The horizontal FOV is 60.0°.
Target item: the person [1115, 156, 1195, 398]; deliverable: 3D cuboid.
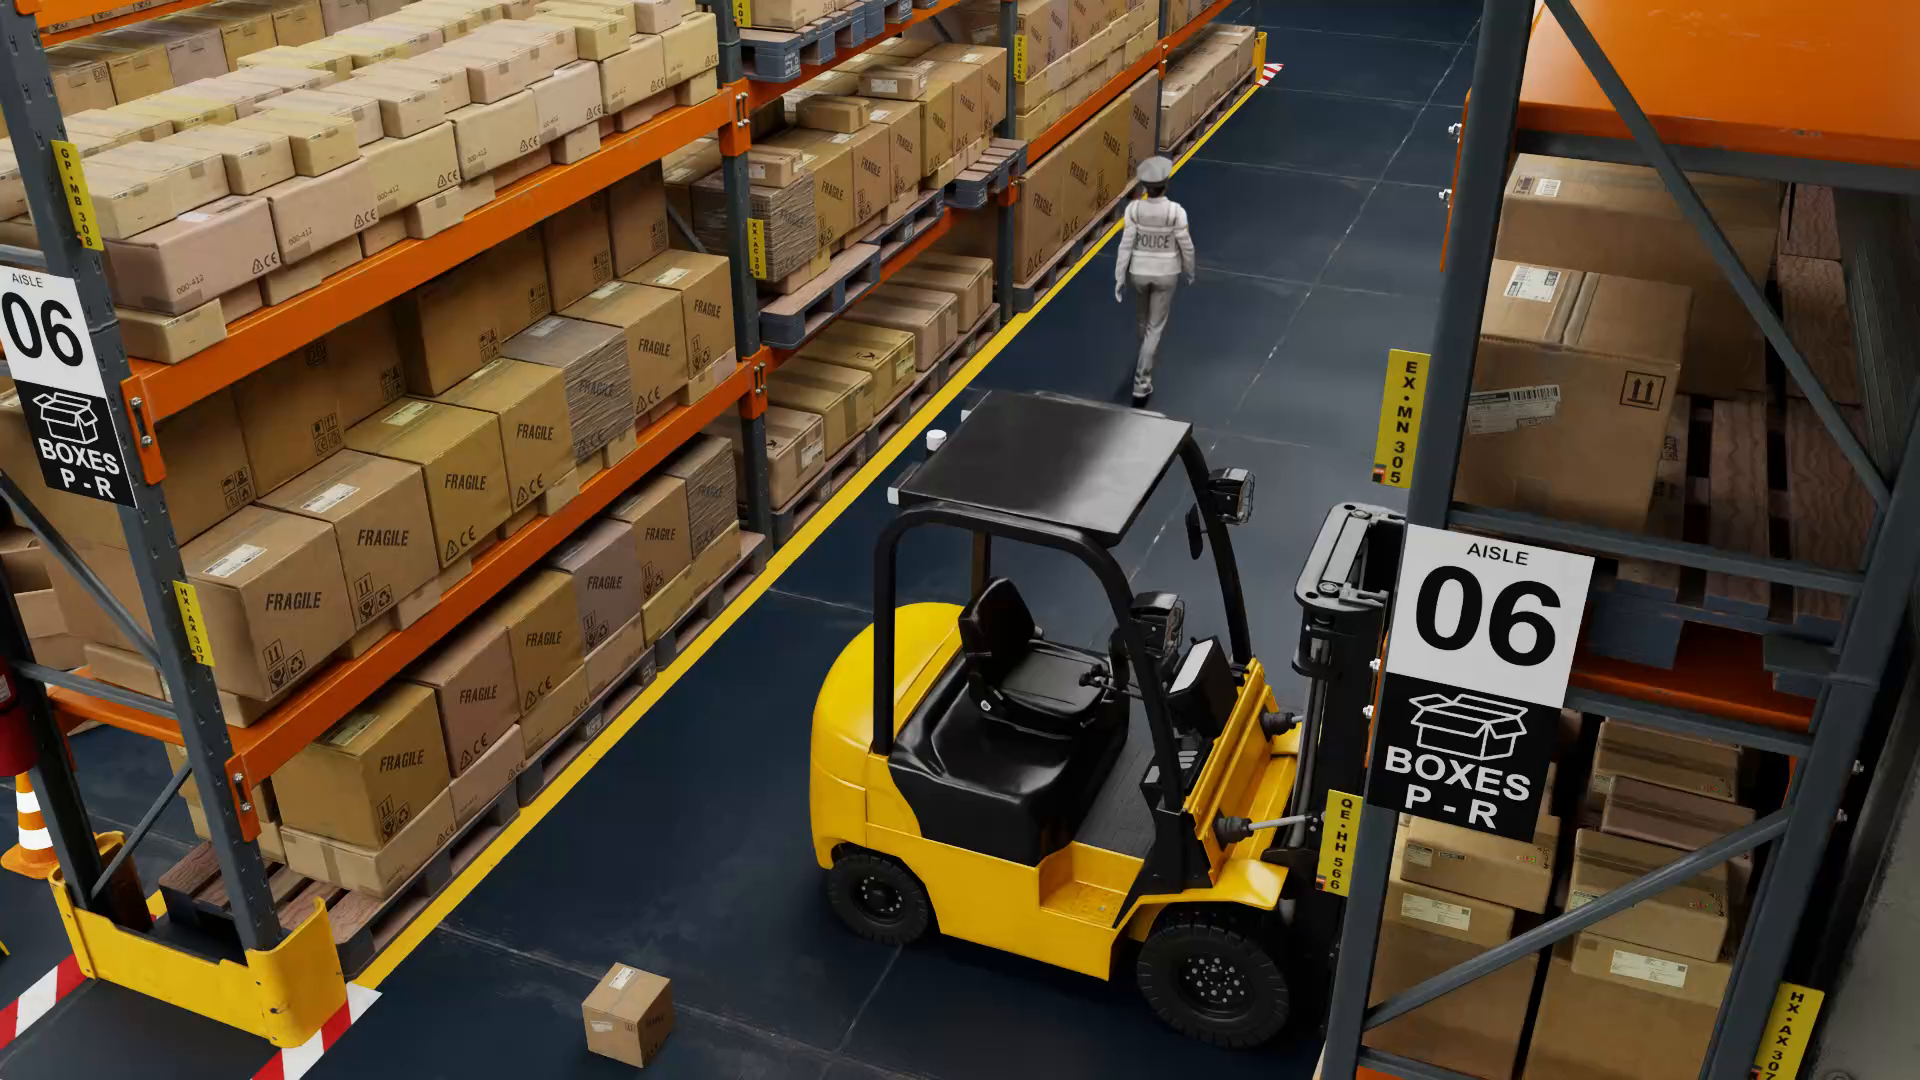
[{"bbox_3d":[1.383,-1.896,11.653,0.517,1.629,0.982,10,31,18],"label":"person"}]
